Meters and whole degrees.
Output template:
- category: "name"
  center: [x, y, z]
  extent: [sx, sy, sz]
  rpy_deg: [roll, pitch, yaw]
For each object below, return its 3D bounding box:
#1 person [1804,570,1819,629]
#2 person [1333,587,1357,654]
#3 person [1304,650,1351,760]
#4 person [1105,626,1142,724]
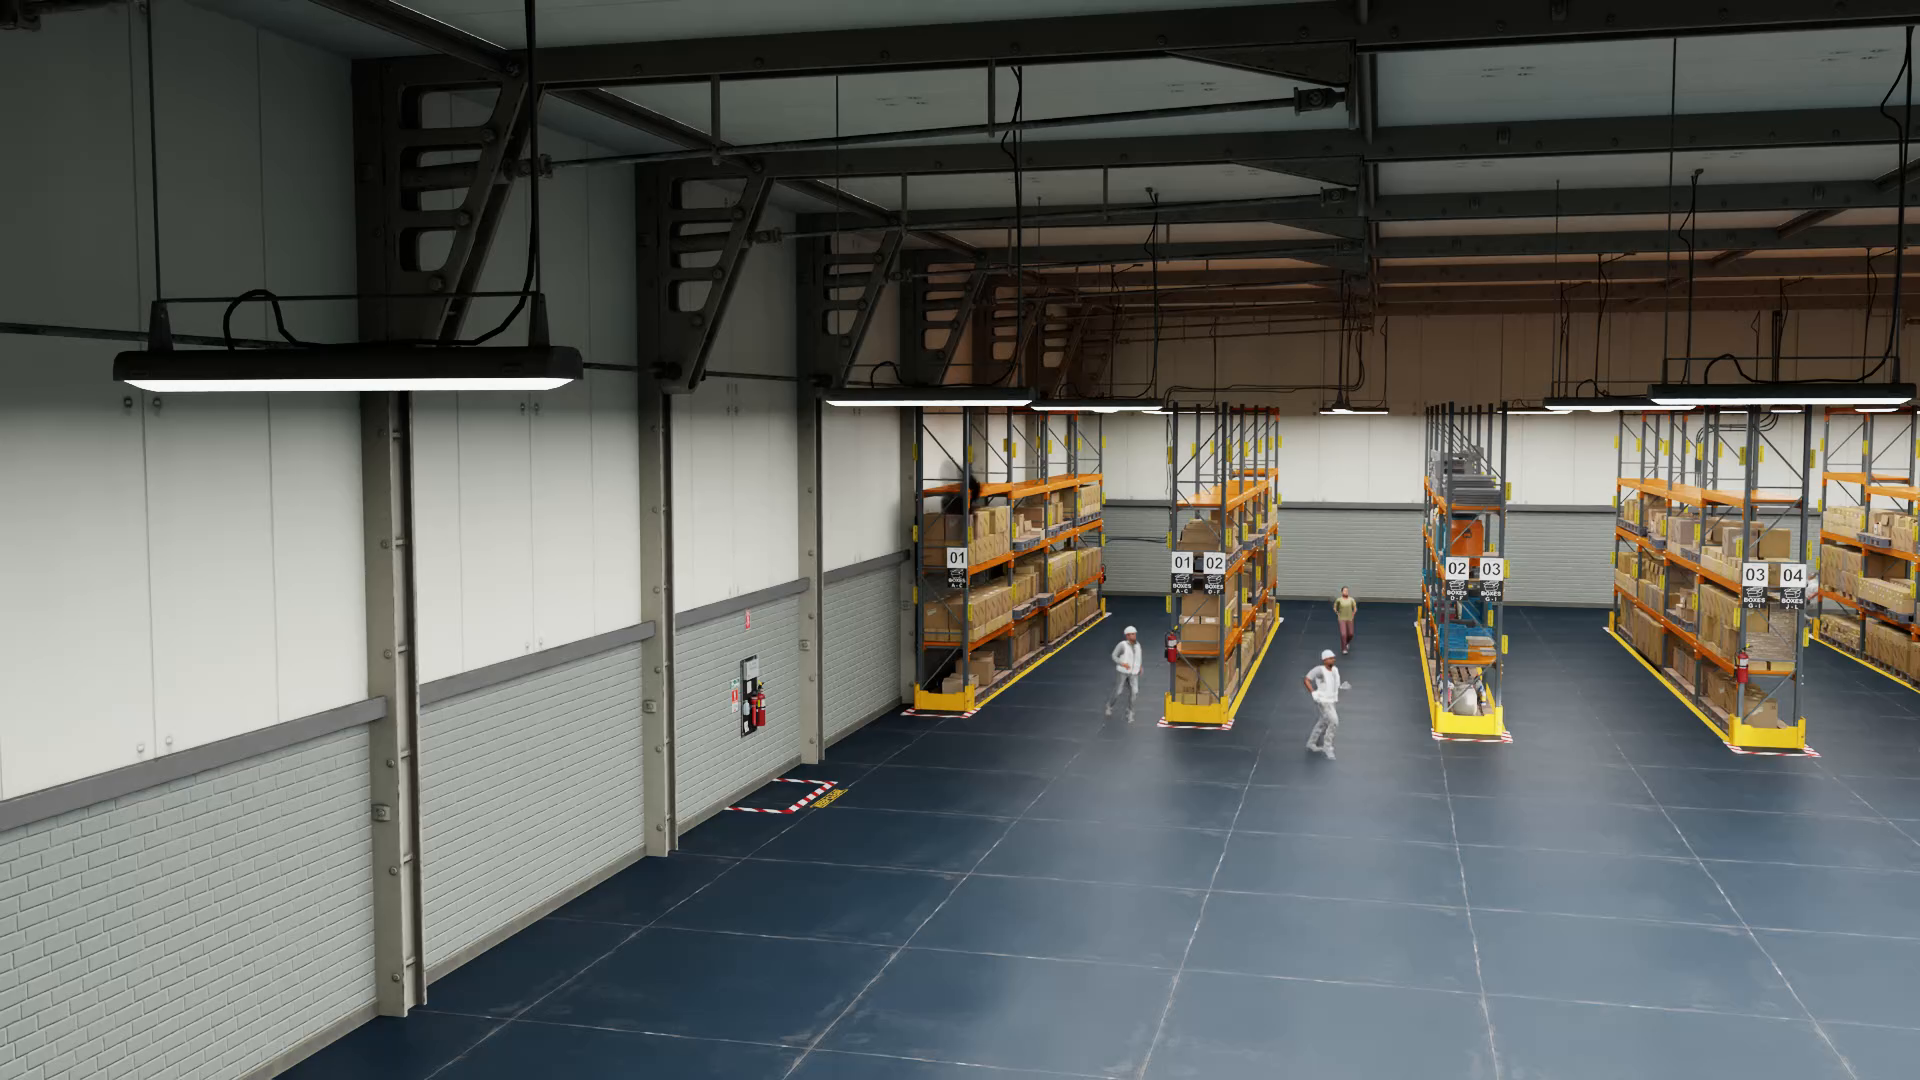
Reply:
- category: "person"
  center: [22.646, 1.610, 44.465]
  extent: [0.542, 1.685, 0.752]
  rpy_deg: [2, 5, 30]
- category: "person"
  center: [9.327, 1.936, 40.271]
  extent: [0.577, 1.621, 0.562]
  rpy_deg: [0, 4, 4]
- category: "person"
  center: [6.185, 2.766, 28.051]
  extent: [0.778, 1.838, 0.654]
  rpy_deg: [4, 6, 41]
- category: "person"
  center: [3.183, 2.524, 31.420]
  extent: [0.727, 1.791, 0.844]
  rpy_deg: [-2, 5, -21]
